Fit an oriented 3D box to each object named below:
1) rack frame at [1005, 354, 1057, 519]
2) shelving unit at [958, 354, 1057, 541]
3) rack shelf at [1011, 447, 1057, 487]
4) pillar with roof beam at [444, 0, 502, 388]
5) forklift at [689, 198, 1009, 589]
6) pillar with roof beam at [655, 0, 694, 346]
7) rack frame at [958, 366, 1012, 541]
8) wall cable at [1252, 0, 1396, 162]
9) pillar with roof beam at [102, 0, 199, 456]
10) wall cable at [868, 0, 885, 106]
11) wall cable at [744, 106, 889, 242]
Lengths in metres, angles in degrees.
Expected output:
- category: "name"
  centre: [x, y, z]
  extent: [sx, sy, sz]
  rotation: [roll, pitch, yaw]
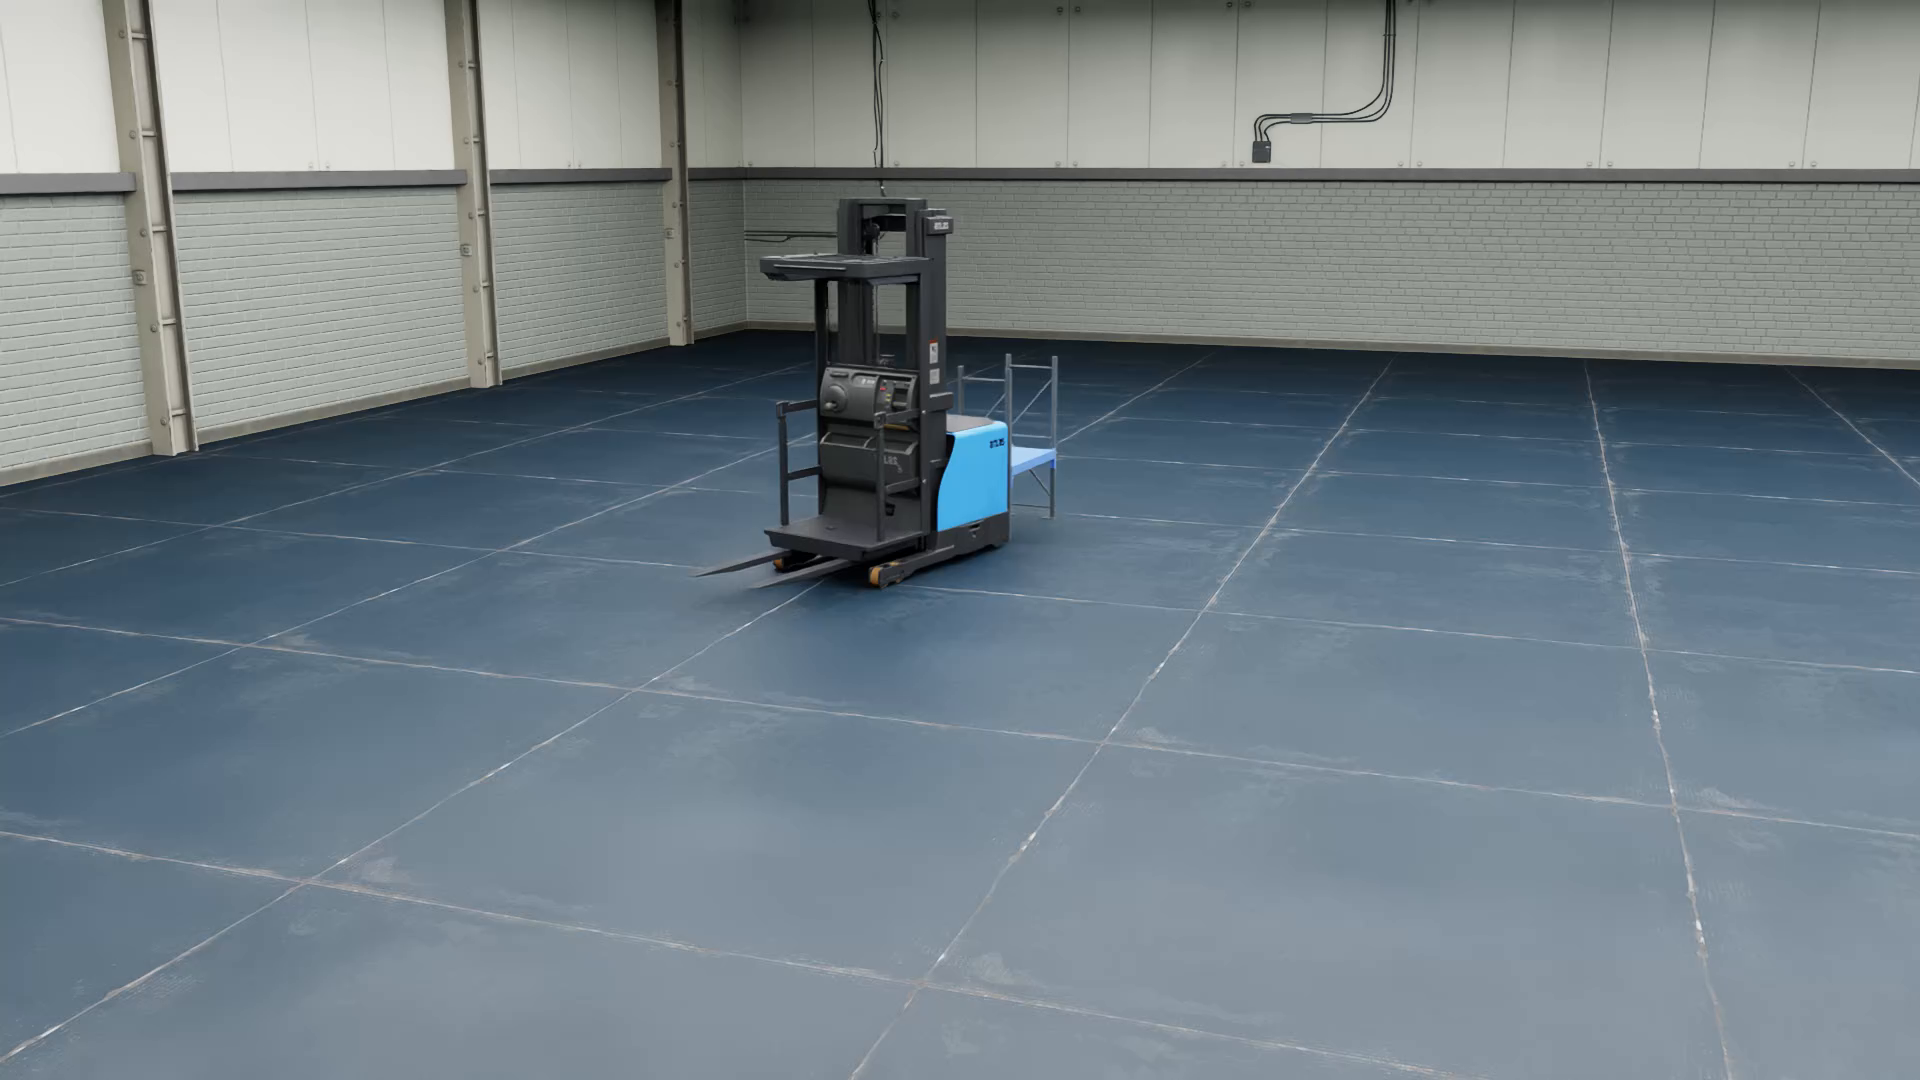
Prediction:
- category: "rack frame"
  centre: [0.648, -0.950, 15.278]
  extent: [0.500, 1.500, 0.032]
  rotation: [6, 14, 25]
- category: "shelving unit"
  centre: [0.430, -0.848, 14.831]
  extent: [0.538, 1.500, 1.048]
  rotation: [6, 14, 25]
- category: "rack shelf"
  centre: [0.430, -0.672, 14.871]
  extent: [0.538, 0.185, 1.000]
  rotation: [6, 14, 25]
- category: "pillar with roof beam"
  centre: [-2.883, -6.337, 22.031]
  extent: [9.100, 9.000, 0.400]
  rotation: [4, 14, 18]
- category: "forklift"
  centre: [-0.855, -1.181, 13.074]
  extent: [1.130, 2.935, 3.031]
  rotation: [9, 16, 35]
- category: "pillar with roof beam"
  centre: [-0.942, -7.601, 27.565]
  extent: [9.100, 9.000, 0.400]
  rotation: [4, 14, 18]
- category: "rack frame"
  centre: [0.211, -0.745, 14.383]
  extent: [0.500, 1.500, 0.032]
  rotation: [6, 14, 25]
- category: "wall cable"
  centre: [6.167, -9.407, 27.836]
  extent: [2.305, 6.003, 0.169]
  rotation: [4, 14, 18]
- category: "pillar with roof beam"
  centre: [-4.825, -5.074, 16.496]
  extent: [9.100, 9.000, 0.400]
  rotation: [4, 14, 18]
- category: "wall cable"
  centre: [-0.251, -9.189, 30.154]
  extent: [3.097, 2.526, 0.112]
  rotation: [4, 14, 18]
- category: "wall cable"
  centre: [-2.811, -6.922, 31.570]
  extent: [3.097, 2.526, 0.112]
  rotation: [4, 14, 18]
